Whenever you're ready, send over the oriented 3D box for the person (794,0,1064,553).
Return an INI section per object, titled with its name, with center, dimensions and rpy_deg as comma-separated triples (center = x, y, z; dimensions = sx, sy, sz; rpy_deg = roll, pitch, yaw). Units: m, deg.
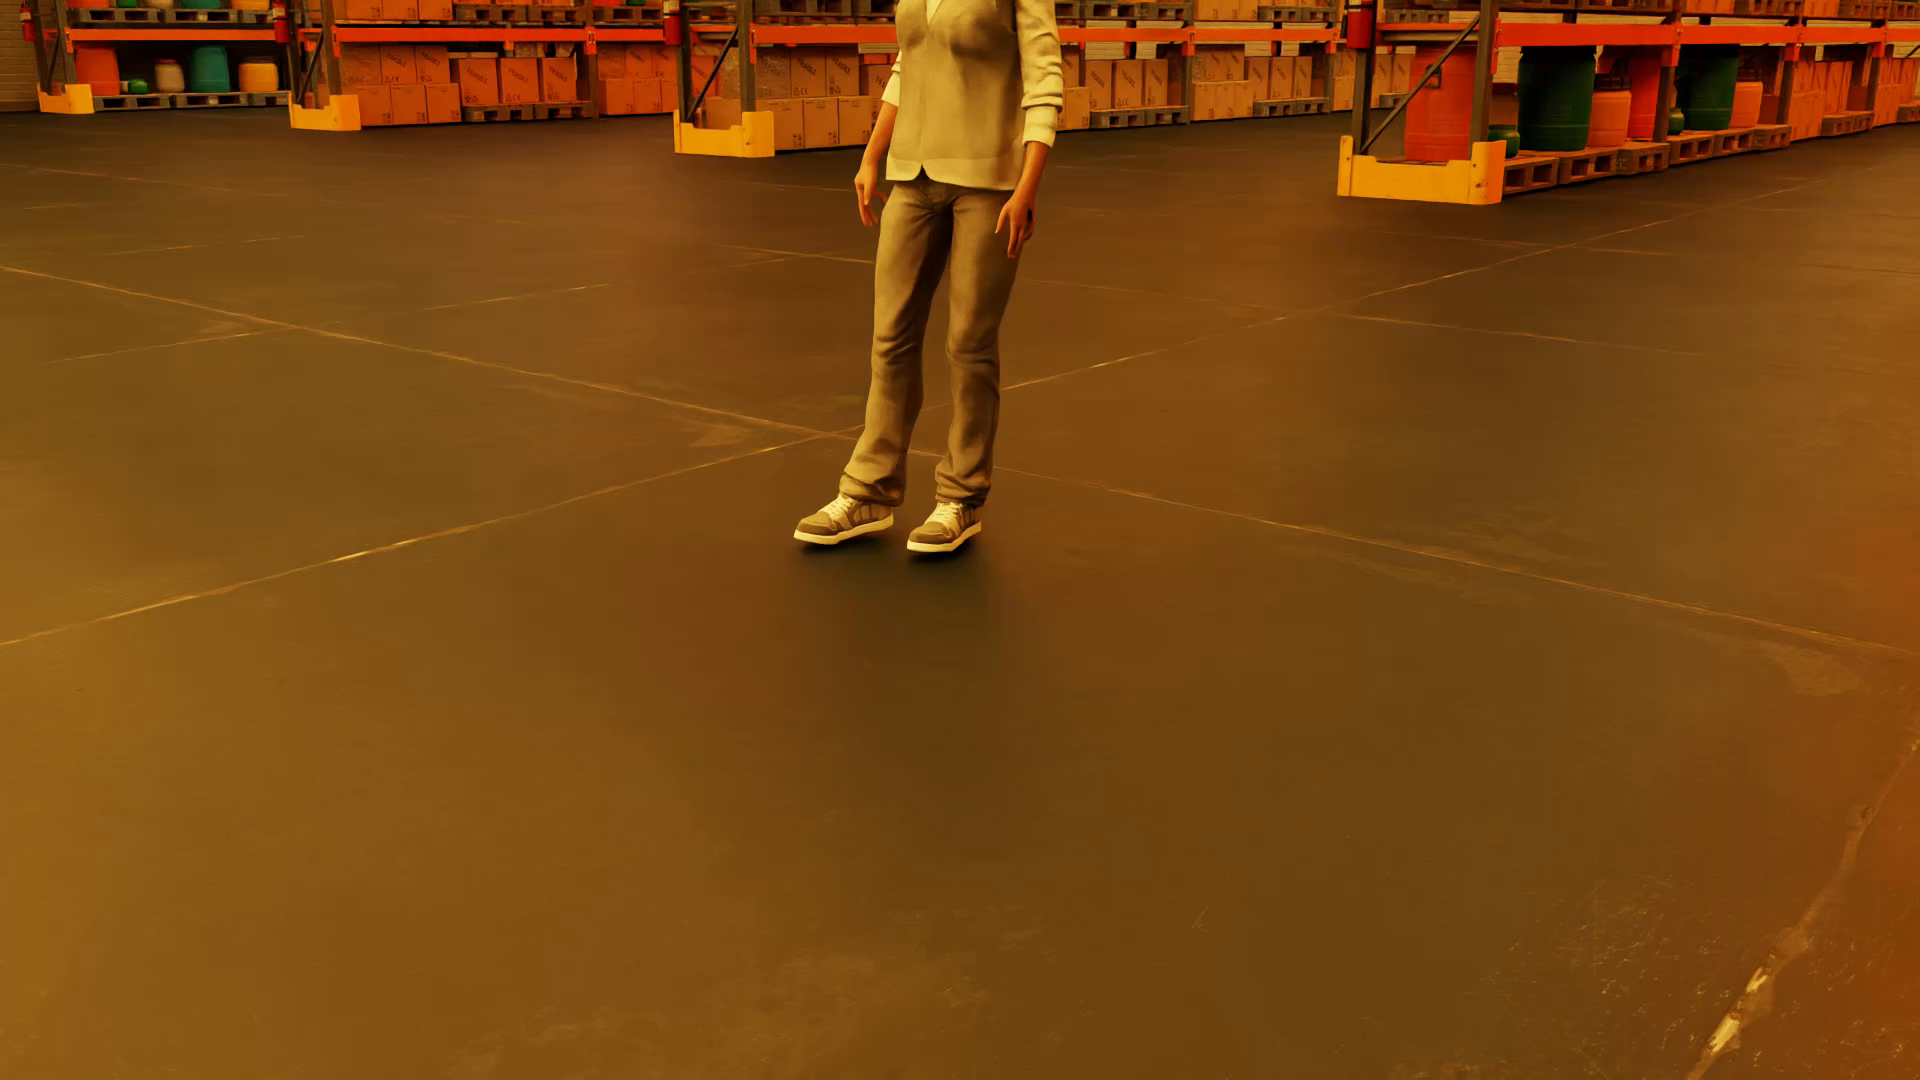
[person]
center = -0.058, -0.757, 3.662
dimensions = 0.520, 1.597, 0.475
rpy_deg = 13, 21, 37
